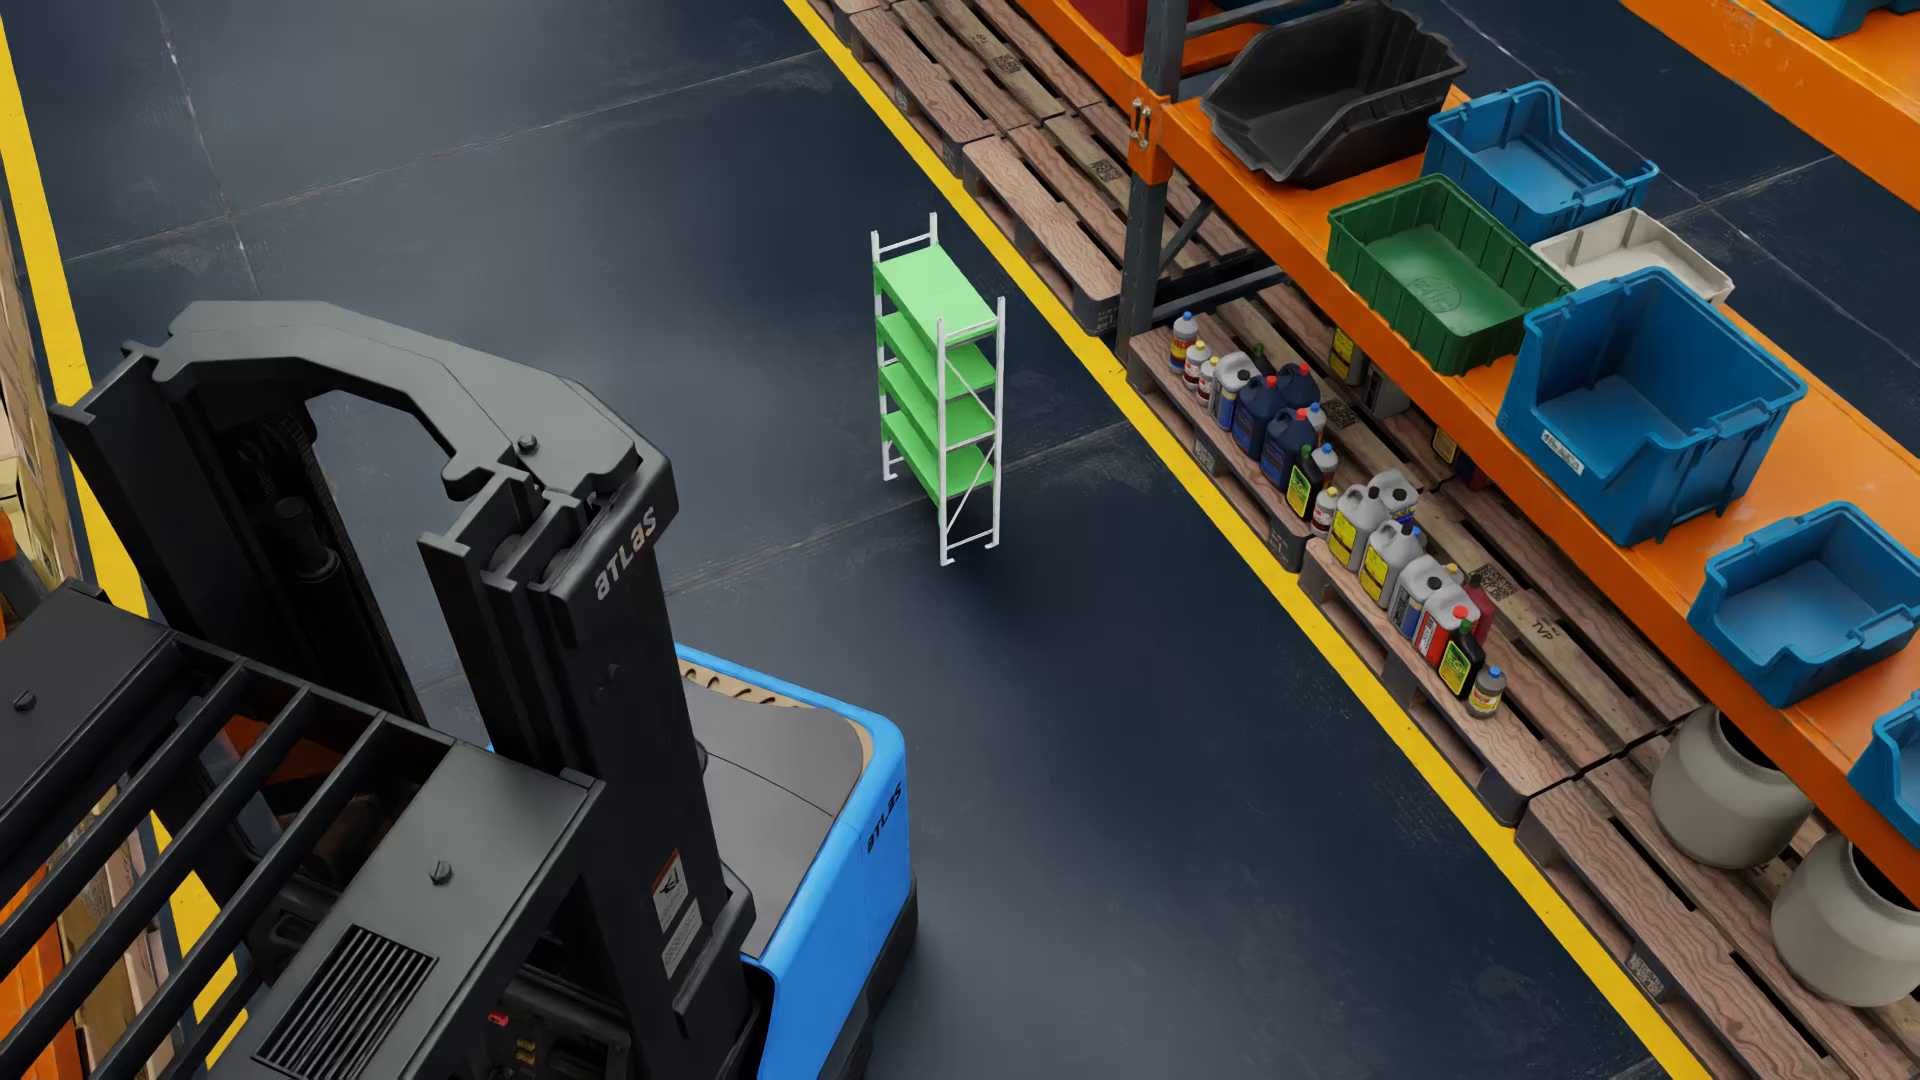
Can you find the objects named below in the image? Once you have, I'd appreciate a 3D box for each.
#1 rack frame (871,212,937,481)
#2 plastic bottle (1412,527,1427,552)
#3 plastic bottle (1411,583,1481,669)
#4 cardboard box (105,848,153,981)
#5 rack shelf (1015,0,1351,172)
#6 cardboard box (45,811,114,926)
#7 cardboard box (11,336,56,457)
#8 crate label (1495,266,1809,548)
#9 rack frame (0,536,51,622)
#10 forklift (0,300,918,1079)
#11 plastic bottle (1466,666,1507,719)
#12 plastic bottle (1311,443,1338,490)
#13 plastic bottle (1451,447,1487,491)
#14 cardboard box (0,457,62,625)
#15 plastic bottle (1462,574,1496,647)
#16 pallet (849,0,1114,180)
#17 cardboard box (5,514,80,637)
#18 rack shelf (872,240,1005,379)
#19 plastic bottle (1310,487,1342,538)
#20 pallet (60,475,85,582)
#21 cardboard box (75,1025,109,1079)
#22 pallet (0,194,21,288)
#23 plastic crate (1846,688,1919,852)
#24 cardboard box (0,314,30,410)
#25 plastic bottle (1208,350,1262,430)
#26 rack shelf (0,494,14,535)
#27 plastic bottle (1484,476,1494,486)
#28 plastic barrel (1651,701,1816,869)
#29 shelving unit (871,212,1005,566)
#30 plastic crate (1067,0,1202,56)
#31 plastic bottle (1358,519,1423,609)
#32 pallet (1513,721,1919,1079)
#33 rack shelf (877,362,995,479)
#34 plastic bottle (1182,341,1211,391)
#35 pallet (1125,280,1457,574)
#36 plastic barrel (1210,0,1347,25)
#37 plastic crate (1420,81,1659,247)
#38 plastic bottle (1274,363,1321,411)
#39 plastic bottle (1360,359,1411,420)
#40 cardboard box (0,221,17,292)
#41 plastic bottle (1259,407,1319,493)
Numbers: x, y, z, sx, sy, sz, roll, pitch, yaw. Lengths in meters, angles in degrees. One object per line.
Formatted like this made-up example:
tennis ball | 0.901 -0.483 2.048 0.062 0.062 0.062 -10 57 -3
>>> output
rack frame | -0.187 -0.669 6.038 0.240 1.200 0.015 -21 52 -18
plastic bottle | 1.568 0.032 5.796 0.097 0.201 0.097 0 49 0
plastic bottle | 1.623 0.281 5.529 0.152 0.276 0.135 -21 52 -17
cardboard box | -2.665 1.152 4.797 0.500 0.250 0.500 -21 52 -18
rack shelf | 0.199 -2.993 7.353 1.077 0.370 4.000 -21 52 -18
cardboard box | -2.667 0.906 4.515 0.500 0.500 0.500 -21 52 -18
cardboard box | -3.728 -0.465 6.211 0.500 0.250 0.500 -23 53 -19
crate label | 1.862 -0.365 4.553 0.502 0.435 0.616 -21 52 -18
rack frame | -3.292 -0.188 4.422 1.000 3.000 0.127 -21 52 -18
forklift | -1.172 1.109 3.333 1.130 2.935 3.031 18 51 15
plastic bottle | 1.714 0.484 5.401 0.097 0.201 0.097 0 49 0
plastic bottle | 1.301 -0.243 5.990 0.097 0.271 0.097 0 49 0
plastic bottle | 1.877 -0.319 6.048 0.061 0.283 0.133 -21 52 -18
cardboard box | -3.260 0.032 5.405 0.500 0.311 0.500 -21 52 -17
plastic bottle | 1.718 0.241 5.558 0.061 0.283 0.133 -21 52 -18
pallet | 0.158 -2.304 8.124 1.003 0.211 1.213 -21 52 -18
cardboard box | -3.256 0.224 5.609 0.500 0.250 0.500 -22 52 -18
rack shelf | -0.076 -0.780 5.582 0.258 0.148 0.480 -21 52 -18
plastic bottle | 1.310 -0.108 5.919 0.097 0.201 0.097 0 49 0
pallet | -3.664 0.250 5.891 1.003 0.211 1.213 -21 52 -18
cardboard box | -2.193 1.569 3.935 0.500 0.500 0.500 -21 52 -18
pallet | -4.780 -1.383 7.319 1.003 0.211 1.213 -21 52 -18
plastic crate | 2.449 0.602 3.829 0.499 0.251 0.616 -21 52 -18
cardboard box | -3.722 -0.651 6.002 0.500 0.311 0.500 -23 53 -19
plastic bottle | 1.042 -0.569 6.272 0.152 0.276 0.135 -19 52 -16
rack shelf | -4.207 -1.290 5.863 1.077 0.370 4.000 -21 52 -18
plastic bottle | 1.971 -0.353 6.084 0.152 0.276 0.135 -20 52 -17
plastic barrel | 2.346 0.717 5.004 0.421 0.512 0.421 0 49 0
shelving unit | -0.076 -0.506 5.895 0.258 1.200 0.503 -21 52 -18
plastic crate | 0.620 -2.131 6.079 0.402 0.464 0.583 -21 52 -18
plastic bottle | 1.480 0.054 5.678 0.144 0.351 0.185 -19 52 -16
pallet | 2.501 1.123 5.127 1.003 0.211 1.213 -21 52 -18
rack shelf | -0.076 -0.464 5.943 0.258 0.148 0.480 -21 52 -18
plastic bottle | 0.917 -0.683 6.421 0.097 0.201 0.097 0 49 0
pallet | 1.384 -0.510 6.556 1.003 0.211 1.213 -21 52 -18
plastic barrel | 1.207 -2.420 6.040 0.600 0.901 0.708 -21 52 -18
plastic crate | 1.862 -1.196 5.402 0.499 0.251 0.616 -21 52 -18
plastic bottle | 1.243 -0.531 6.189 0.144 0.351 0.185 -21 52 -18
plastic bottle | 1.633 -0.612 6.310 0.152 0.276 0.135 -21 52 -18
cardboard box | -4.198 -1.149 6.810 0.500 0.250 0.500 -20 52 -17
plastic bottle | 1.201 -0.355 6.035 0.144 0.351 0.185 -23 53 -19
